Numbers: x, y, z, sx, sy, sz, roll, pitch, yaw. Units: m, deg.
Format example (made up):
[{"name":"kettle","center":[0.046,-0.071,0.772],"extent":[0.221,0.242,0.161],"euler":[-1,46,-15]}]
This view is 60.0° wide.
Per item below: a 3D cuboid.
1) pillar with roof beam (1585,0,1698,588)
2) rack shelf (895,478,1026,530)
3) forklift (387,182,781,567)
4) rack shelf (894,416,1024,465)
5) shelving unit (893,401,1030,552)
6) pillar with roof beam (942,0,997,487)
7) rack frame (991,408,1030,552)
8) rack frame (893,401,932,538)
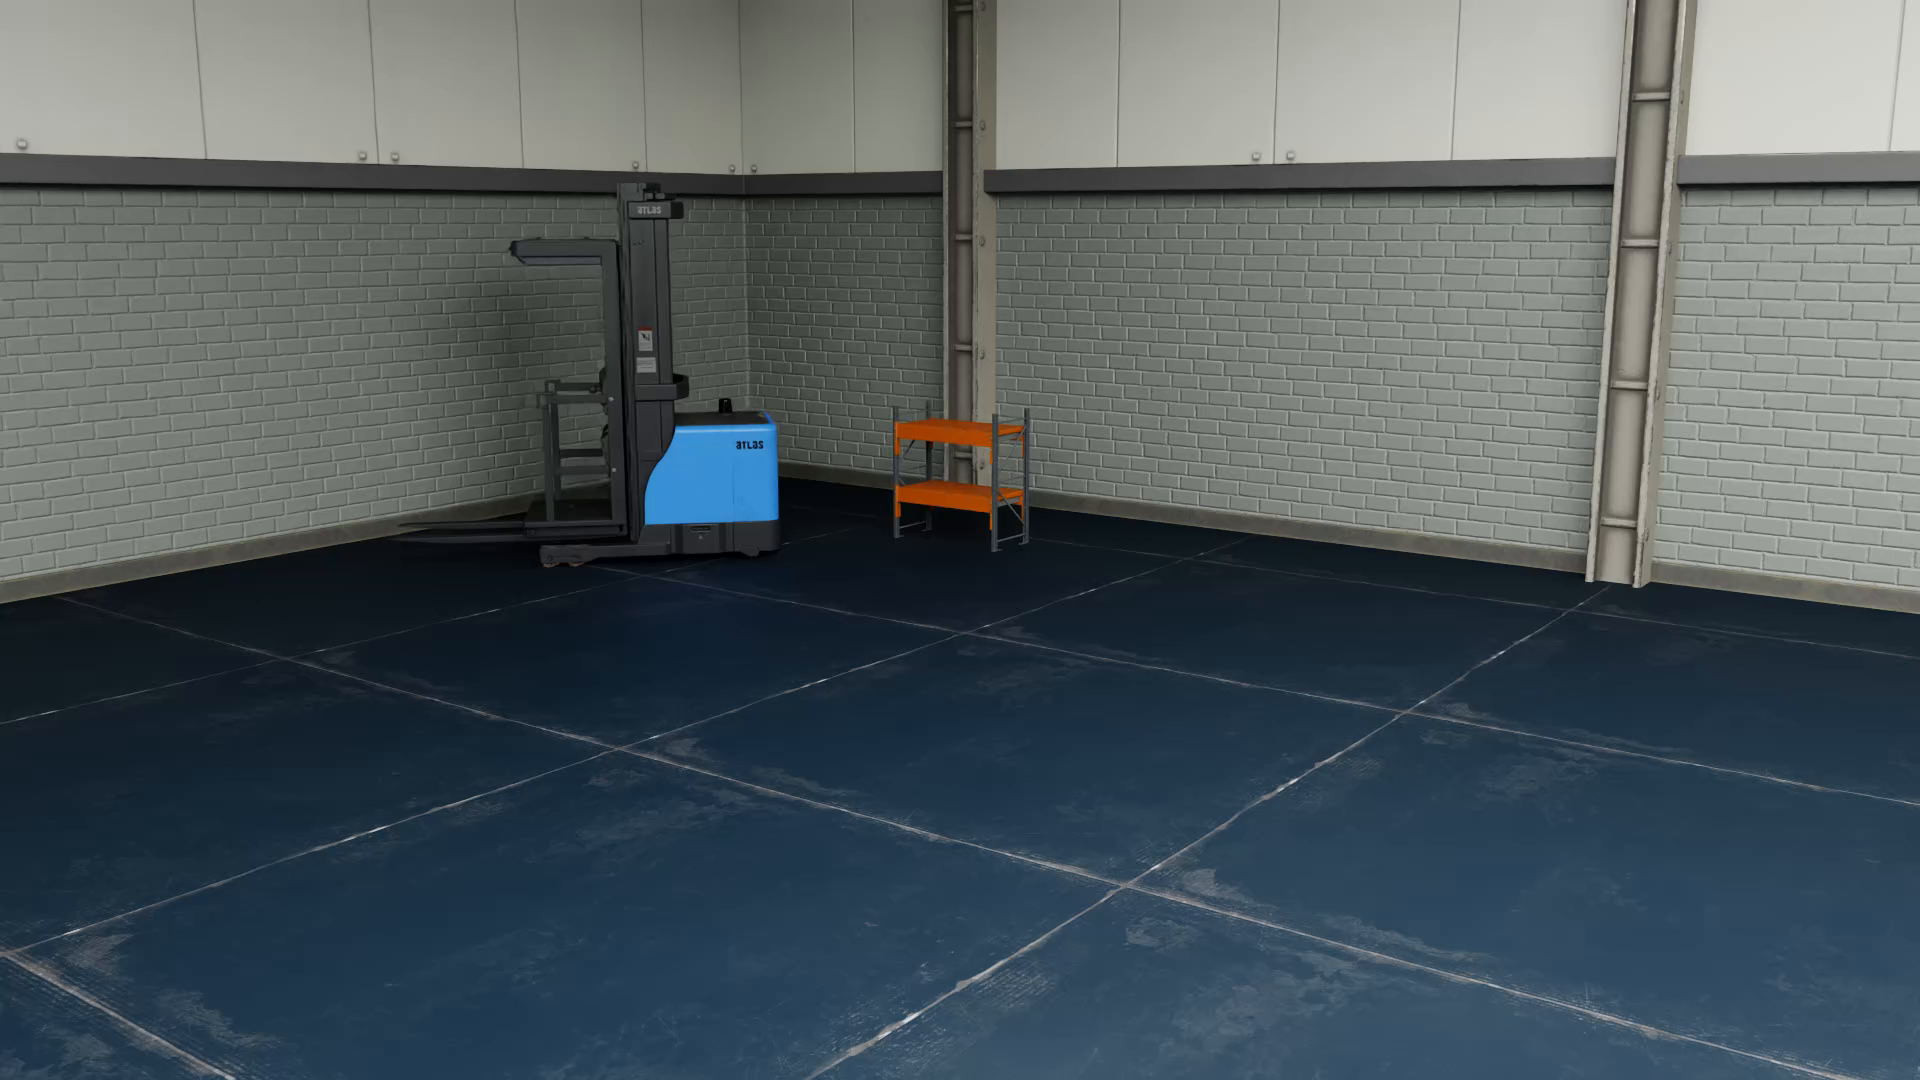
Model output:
[{"name":"pillar with roof beam","center":[2.375,-3.452,8.182],"extent":[0.400,9.000,9.100],"euler":[8,13,36]},{"name":"rack shelf","center":[0.005,-0.311,13.965],"extent":[1.000,0.278,0.538],"euler":[8,13,36]},{"name":"forklift","center":[-2.999,-1.335,13.213],"extent":[3.031,2.935,1.130],"euler":[-2,11,-10]},{"name":"rack shelf","center":[0.005,-0.839,13.863],"extent":[1.000,0.278,0.538],"euler":[8,13,36]},{"name":"shelving unit","center":[0.005,-0.552,13.919],"extent":[1.048,1.125,0.538],"euler":[8,13,36]},{"name":"pillar with roof beam","center":[-2.461,-4.127,11.669],"extent":[0.400,9.000,9.100],"euler":[8,13,36]},{"name":"rack frame","center":[0.415,-0.494,13.624],"extent":[0.032,1.125,0.500],"euler":[8,13,36]},{"name":"rack frame","center":[-0.404,-0.609,14.214],"extent":[0.032,1.125,0.500],"euler":[8,13,36]}]
